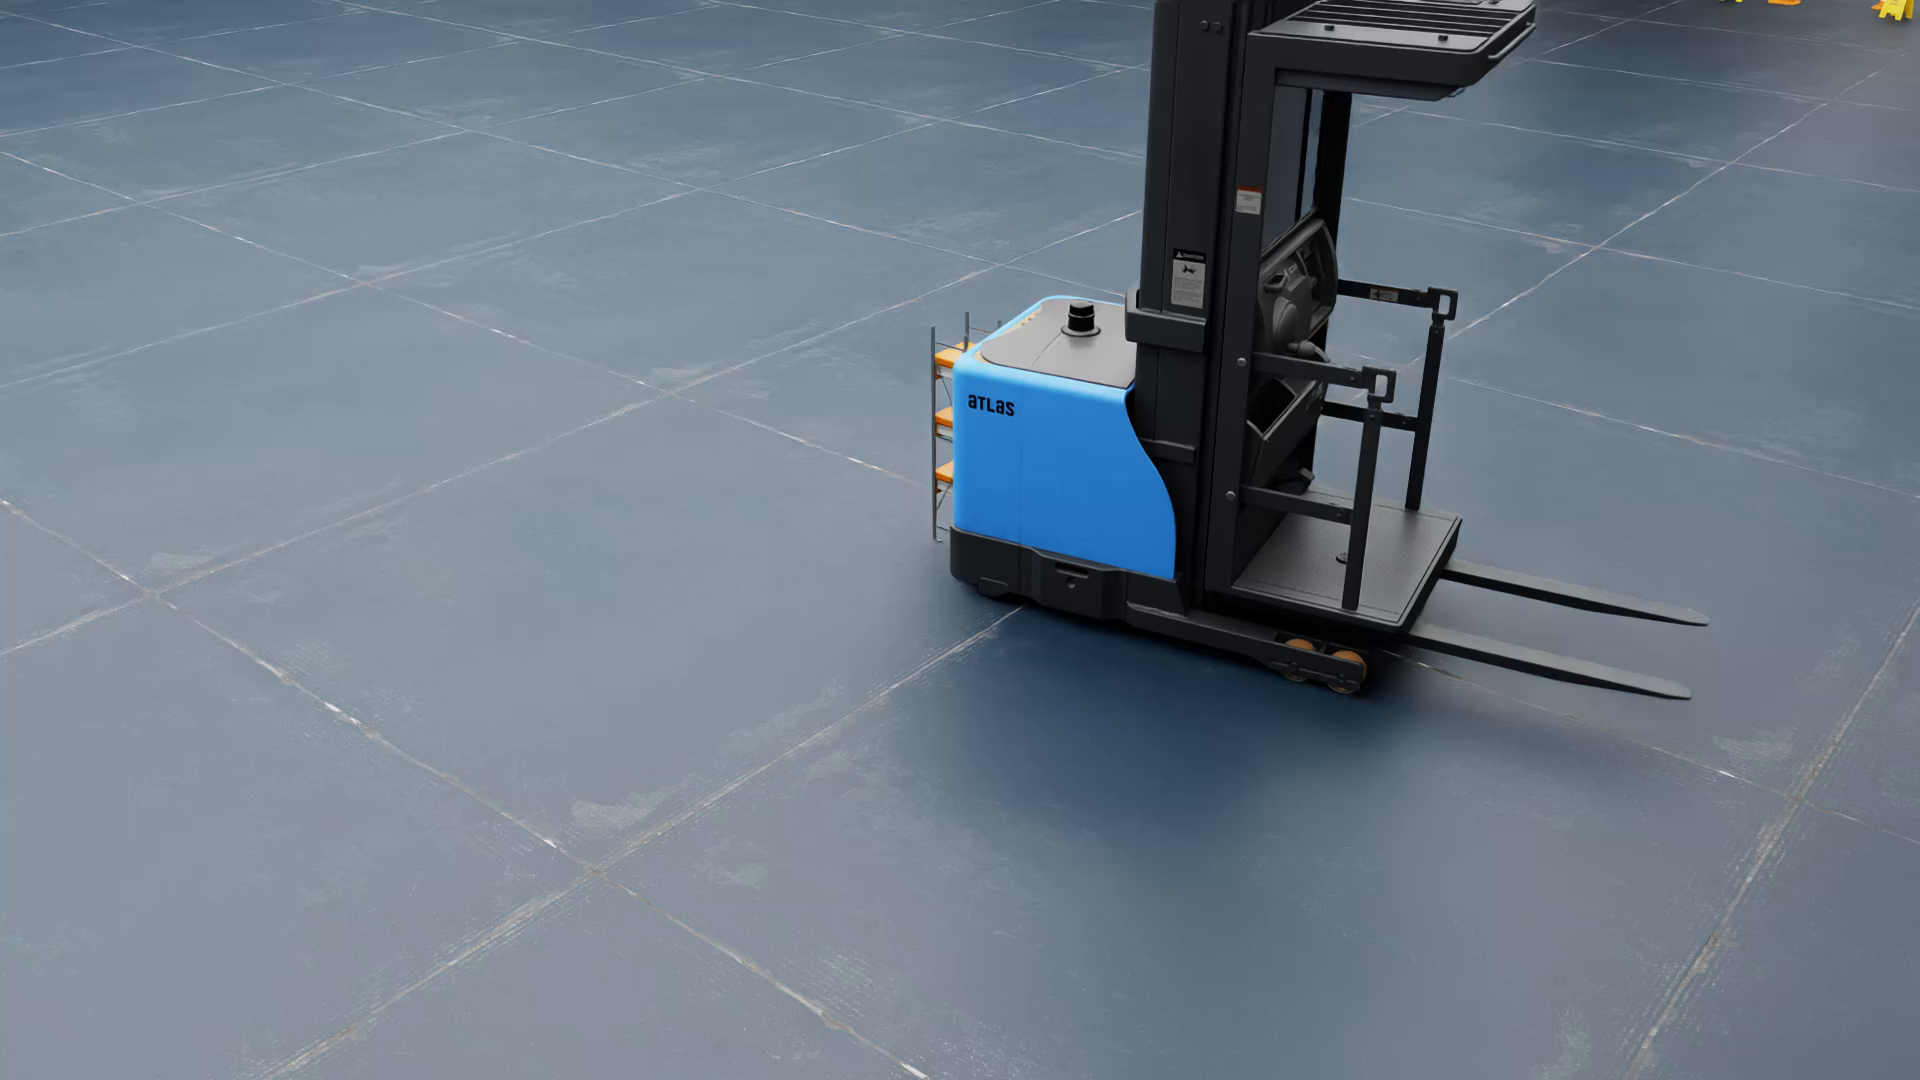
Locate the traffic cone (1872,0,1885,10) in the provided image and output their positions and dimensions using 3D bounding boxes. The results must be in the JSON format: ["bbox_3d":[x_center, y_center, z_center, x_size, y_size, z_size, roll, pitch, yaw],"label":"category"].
[{"bbox_3d":[11.318,-6.684,20.166,0.336,0.463,0.334,21,34,34],"label":"traffic cone"}]

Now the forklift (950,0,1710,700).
[{"bbox_3d":[1.504,-0.974,6.444,3.031,2.935,1.130,13,30,24],"label":"forklift"}]

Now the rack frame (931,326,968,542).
[{"bbox_3d":[-0.047,-0.442,7.461,0.200,1.050,0.008,20,33,33],"label":"rack frame"}]

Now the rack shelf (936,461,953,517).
[{"bbox_3d":[0.028,-0.230,7.679,0.215,0.259,0.240,20,33,33],"label":"rack shelf"}]

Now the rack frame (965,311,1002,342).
[{"bbox_3d":[0.103,-0.530,7.632,0.200,1.050,0.008,20,33,33],"label":"rack frame"}]

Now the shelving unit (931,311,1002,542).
[{"bbox_3d":[0.028,-0.486,7.546,0.215,1.050,0.252,20,33,33],"label":"shelving unit"}]

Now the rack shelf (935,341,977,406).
[{"bbox_3d":[0.028,-0.729,7.421,0.215,0.259,0.240,20,33,33],"label":"rack shelf"}]

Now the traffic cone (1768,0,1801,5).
[{"bbox_3d":[10.246,-6.887,20.560,0.336,0.463,0.334,21,34,34],"label":"traffic cone"}]

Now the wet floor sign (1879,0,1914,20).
[{"bbox_3d":[11.094,-6.481,19.575,0.232,0.644,0.267,-15,31,-27],"label":"wet floor sign"}]

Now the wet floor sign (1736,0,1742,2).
[{"bbox_3d":[9.666,-7.057,20.689,0.267,0.644,0.232,15,31,26],"label":"wet floor sign"}]

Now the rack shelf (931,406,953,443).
[{"bbox_3d":[0.028,-0.477,7.551,0.215,0.259,0.240,20,33,33],"label":"rack shelf"}]
